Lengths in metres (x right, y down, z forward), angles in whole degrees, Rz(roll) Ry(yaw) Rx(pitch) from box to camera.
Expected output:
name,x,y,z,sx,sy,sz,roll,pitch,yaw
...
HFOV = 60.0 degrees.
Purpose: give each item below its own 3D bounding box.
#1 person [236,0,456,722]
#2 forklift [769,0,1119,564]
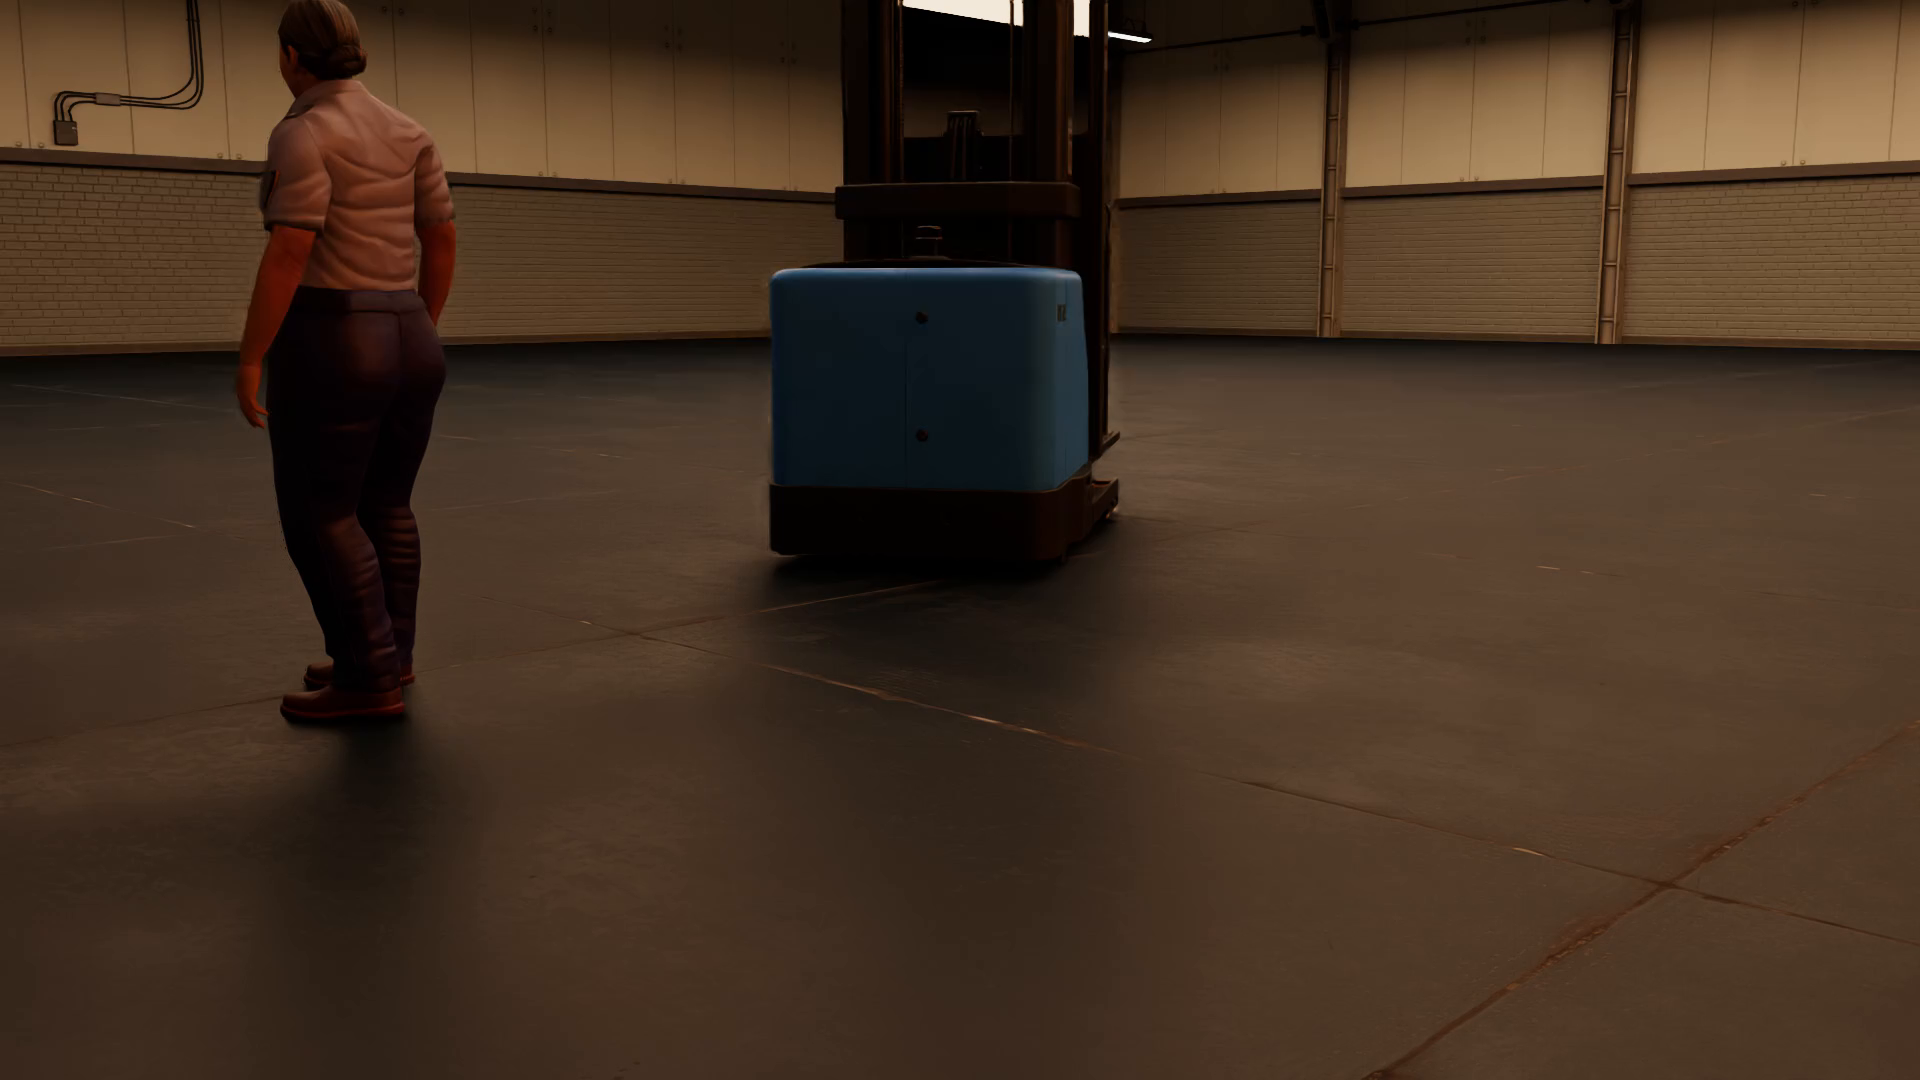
name,x,y,z,sx,sy,sz,roll,pitch,yaw
person,-1.495,-0.409,3.896,0.497,1.653,0.623,3,9,18
forklift,0.104,-1.540,7.103,1.130,2.935,3.031,2,9,11
